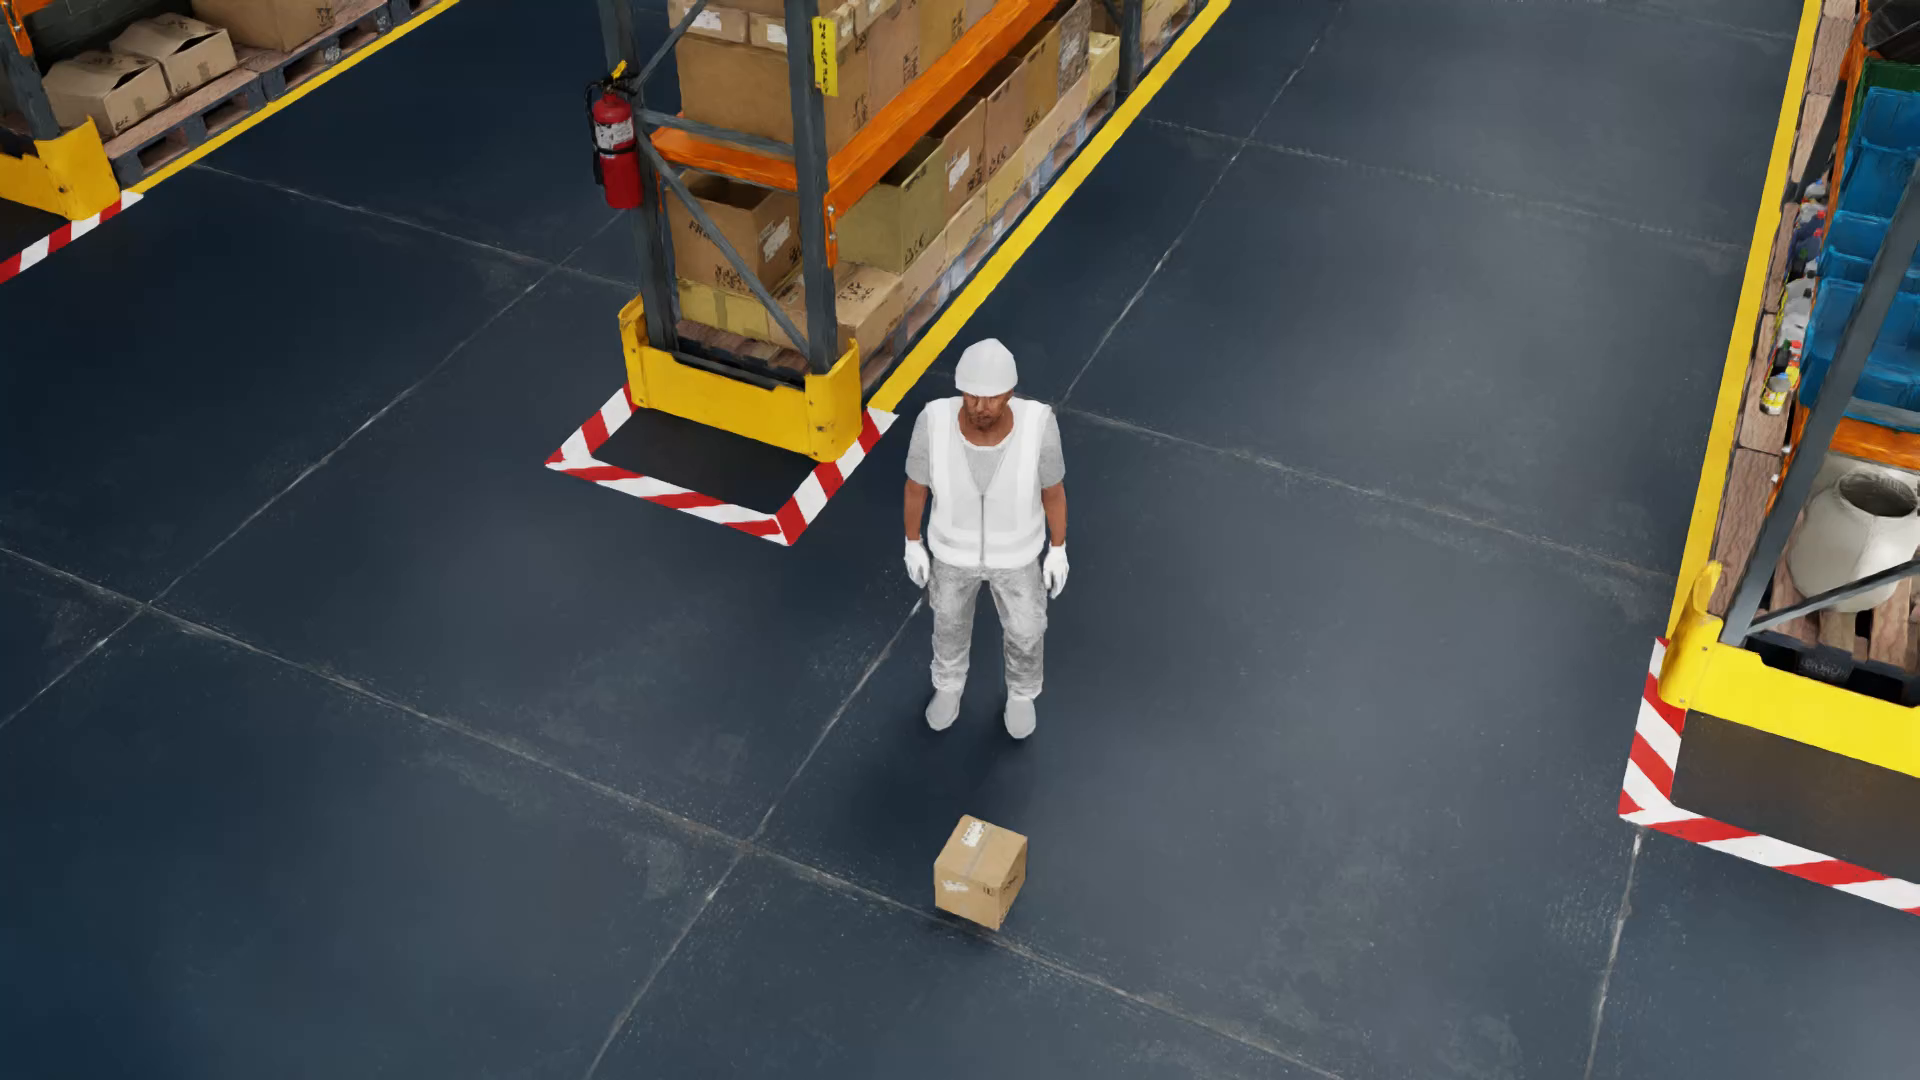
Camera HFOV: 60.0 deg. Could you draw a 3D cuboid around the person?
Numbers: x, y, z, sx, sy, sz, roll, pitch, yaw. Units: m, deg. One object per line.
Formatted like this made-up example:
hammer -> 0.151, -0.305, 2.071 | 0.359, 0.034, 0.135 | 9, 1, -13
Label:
person -> 0.097, 0.022, 6.089 | 0.612, 1.782, 0.345 | 3, 42, 3
